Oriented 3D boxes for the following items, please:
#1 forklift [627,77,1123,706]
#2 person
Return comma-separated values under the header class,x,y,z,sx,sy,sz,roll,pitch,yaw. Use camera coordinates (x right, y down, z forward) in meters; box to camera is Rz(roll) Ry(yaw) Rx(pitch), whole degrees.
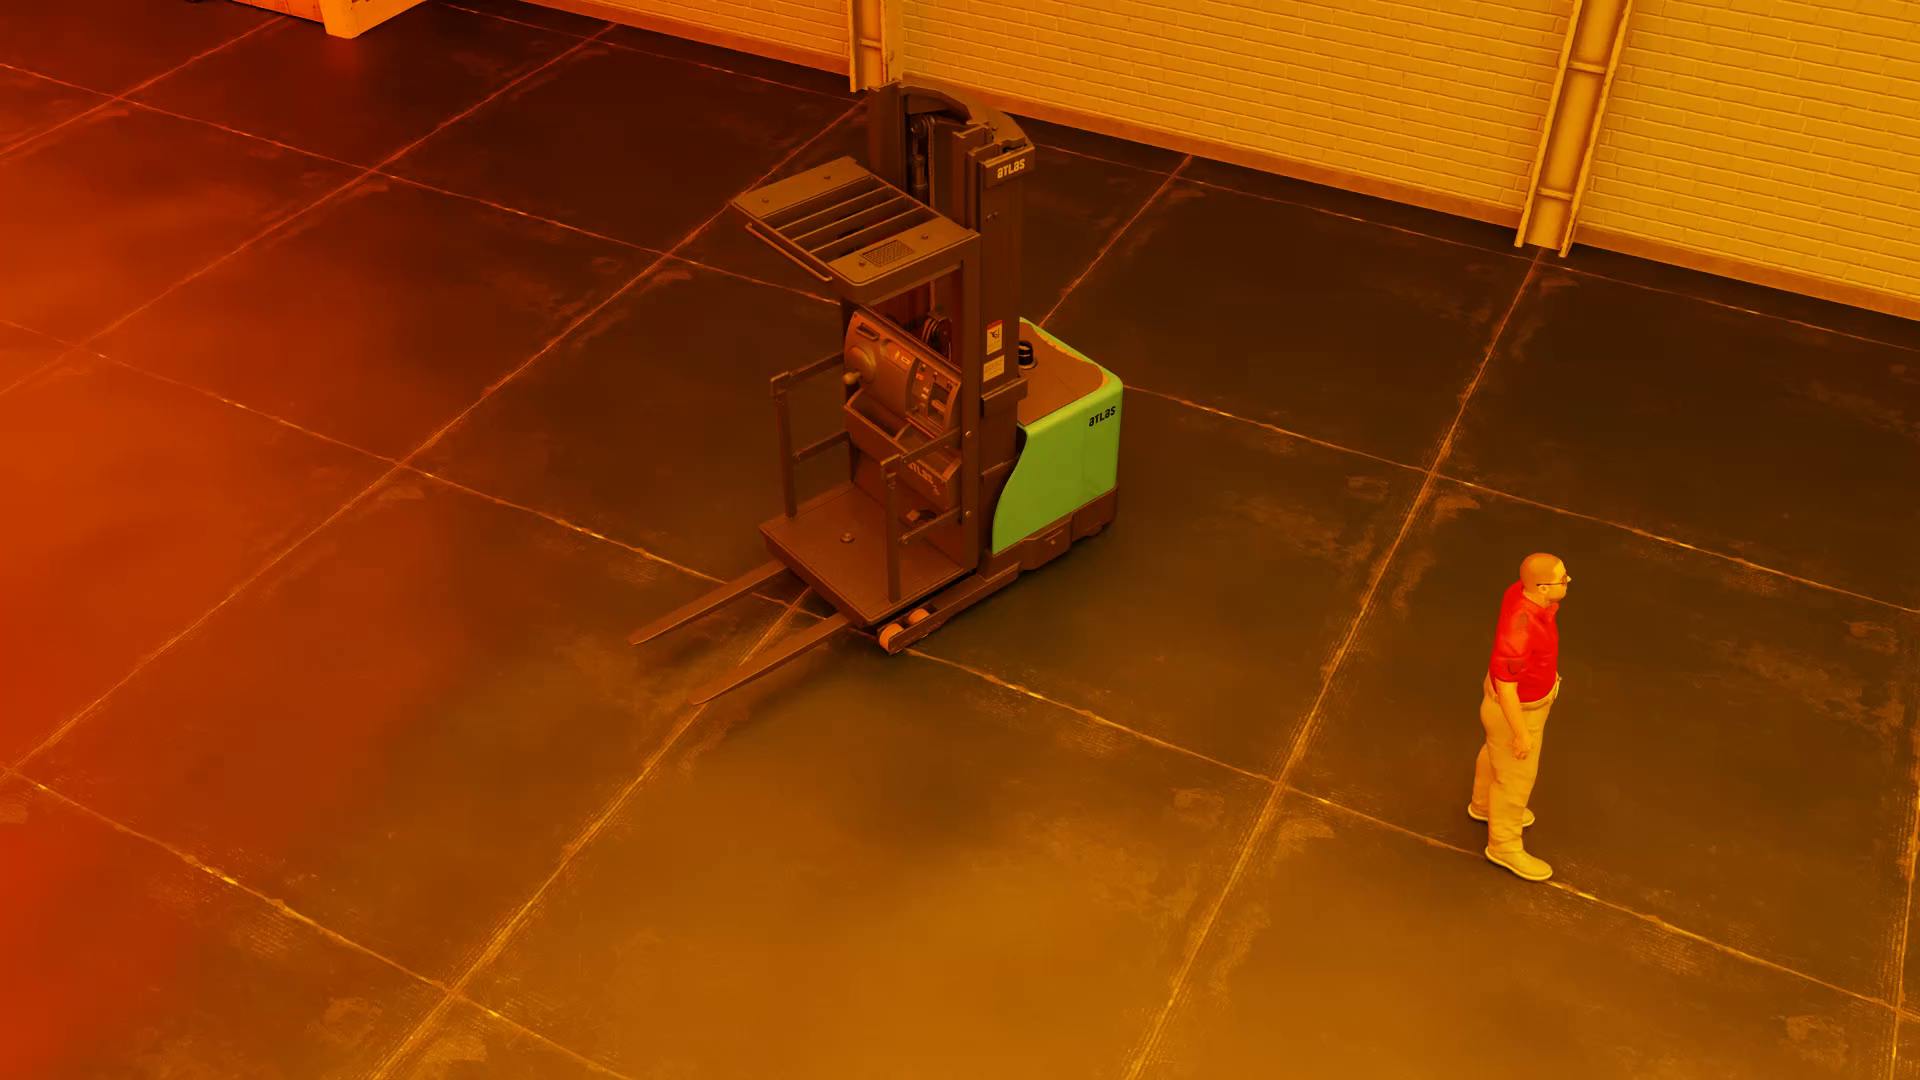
class,x,y,z,sx,sy,sz,roll,pitch,yaw
forklift,-0.481,-0.860,9.008,3.031,2.935,1.130,-28,48,-29
person,2.757,0.798,7.961,0.551,1.727,0.640,12,42,14
